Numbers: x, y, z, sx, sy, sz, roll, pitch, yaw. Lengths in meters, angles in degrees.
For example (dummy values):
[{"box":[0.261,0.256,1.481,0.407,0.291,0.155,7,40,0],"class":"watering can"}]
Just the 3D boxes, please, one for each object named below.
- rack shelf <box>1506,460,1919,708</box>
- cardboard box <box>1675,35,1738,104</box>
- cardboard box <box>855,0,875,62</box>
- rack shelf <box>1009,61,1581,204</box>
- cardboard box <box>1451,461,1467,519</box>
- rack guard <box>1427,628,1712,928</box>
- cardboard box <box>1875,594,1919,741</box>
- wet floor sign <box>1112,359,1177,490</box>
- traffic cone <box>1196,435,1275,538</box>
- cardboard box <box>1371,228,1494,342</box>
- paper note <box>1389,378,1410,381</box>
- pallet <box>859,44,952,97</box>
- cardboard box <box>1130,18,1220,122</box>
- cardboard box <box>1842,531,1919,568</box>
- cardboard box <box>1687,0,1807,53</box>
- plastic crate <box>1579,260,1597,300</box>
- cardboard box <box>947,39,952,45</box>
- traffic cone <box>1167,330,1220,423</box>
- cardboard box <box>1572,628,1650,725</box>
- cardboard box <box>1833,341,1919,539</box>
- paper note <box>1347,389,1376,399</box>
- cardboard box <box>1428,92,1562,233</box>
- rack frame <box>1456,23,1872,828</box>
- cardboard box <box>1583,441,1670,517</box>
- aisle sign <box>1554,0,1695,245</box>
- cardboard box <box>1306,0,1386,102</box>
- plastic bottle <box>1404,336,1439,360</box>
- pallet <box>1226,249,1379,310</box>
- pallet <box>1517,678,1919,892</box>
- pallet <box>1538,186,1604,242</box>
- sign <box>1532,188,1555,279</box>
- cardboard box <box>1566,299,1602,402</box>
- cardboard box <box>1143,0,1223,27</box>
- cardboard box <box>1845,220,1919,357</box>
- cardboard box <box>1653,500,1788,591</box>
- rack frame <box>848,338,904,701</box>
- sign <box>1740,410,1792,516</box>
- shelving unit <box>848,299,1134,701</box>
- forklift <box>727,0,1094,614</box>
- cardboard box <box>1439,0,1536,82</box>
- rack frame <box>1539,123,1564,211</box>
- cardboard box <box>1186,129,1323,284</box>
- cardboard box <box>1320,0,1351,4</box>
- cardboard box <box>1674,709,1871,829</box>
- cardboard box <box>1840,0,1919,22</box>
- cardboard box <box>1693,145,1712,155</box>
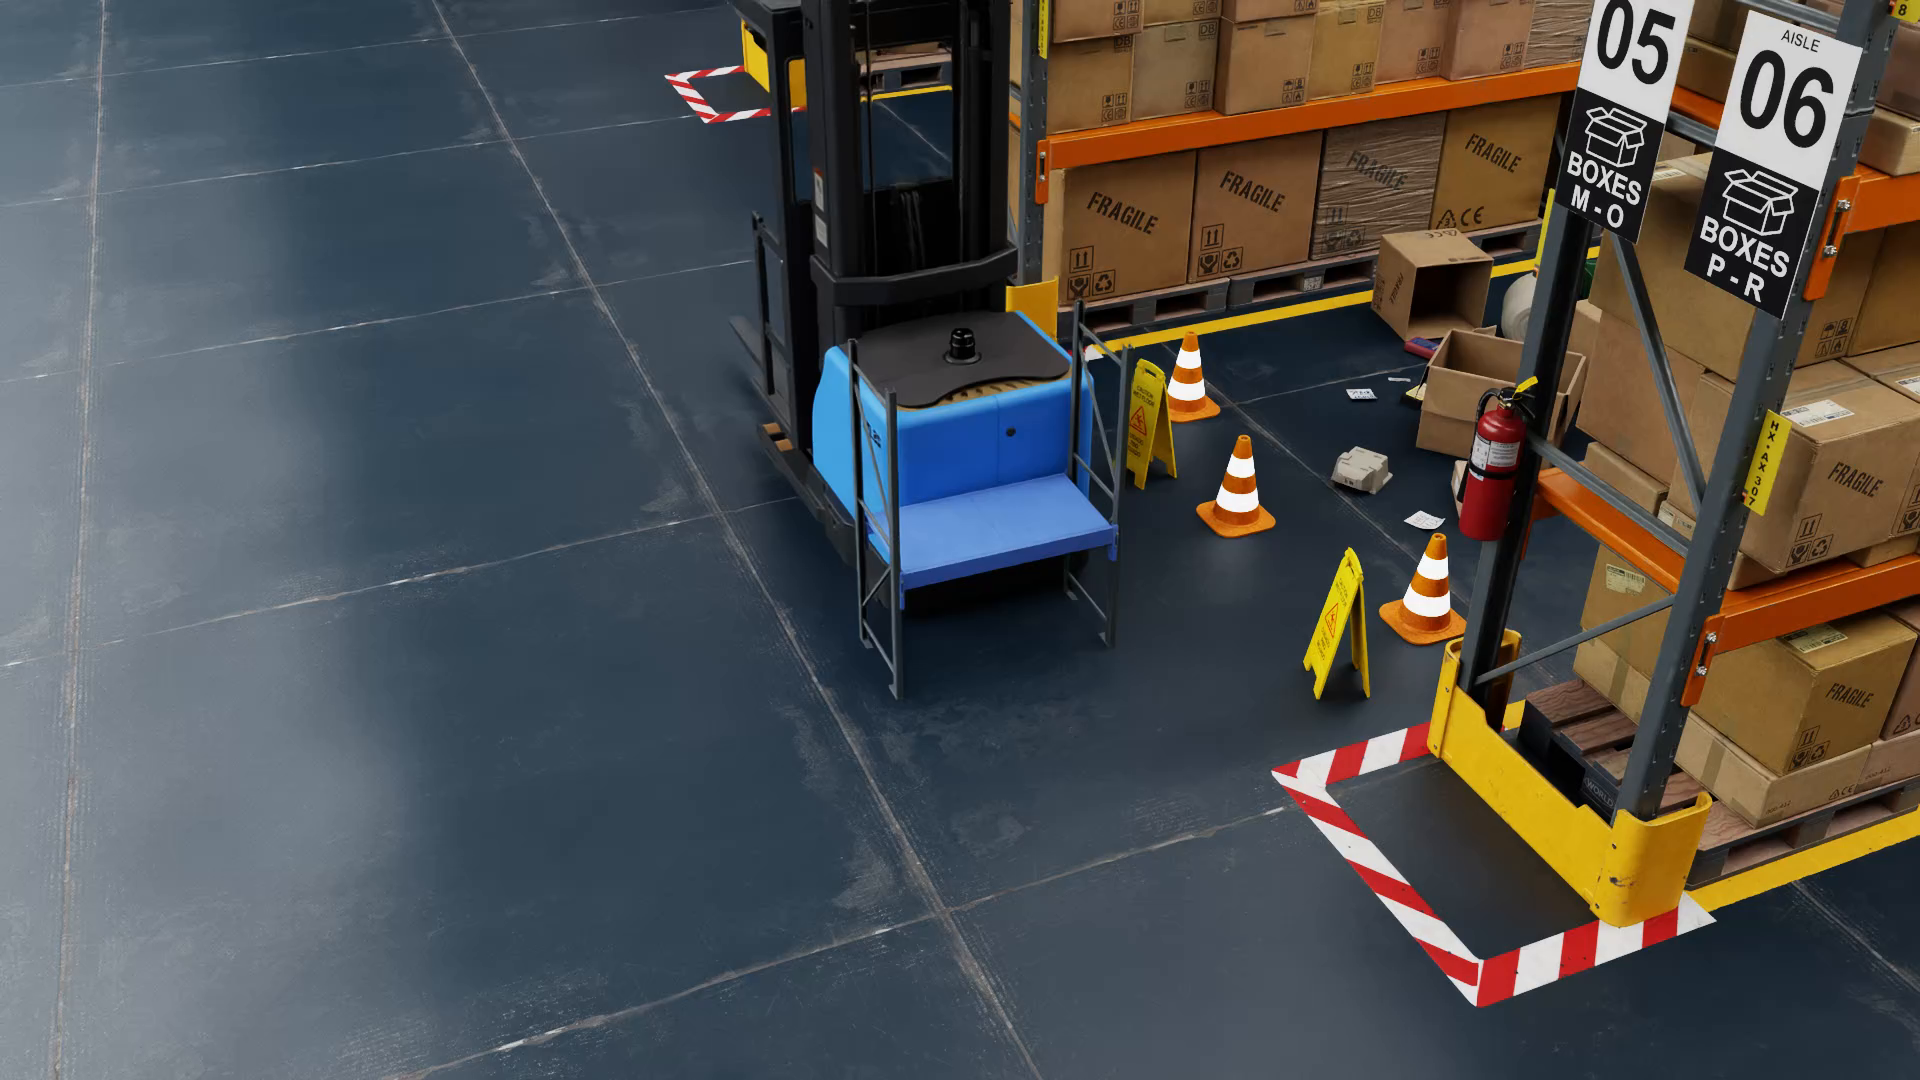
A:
[{"box":[4.086,-0.265,6.567,4.000,0.370,1.077,-13,35,-19],"class":"rack shelf"},{"box":[2.462,-1.513,5.304,0.250,0.149,0.380,-13,35,-19],"class":"cardboard box"},{"box":[-1.013,-4.380,14.138,0.500,0.500,0.500,-7,34,-10],"class":"cardboard box"},{"box":[2.076,-2.733,10.360,4.000,0.370,1.077,-13,35,-19],"class":"rack shelf"},{"box":[2.667,-0.242,8.486,0.250,0.149,0.380,4,33,6],"class":"cardboard box"},{"box":[2.312,0.887,6.428,0.348,0.500,1.175,-13,35,-19],"class":"rack guard"},{"box":[3.595,0.368,6.382,0.500,0.500,0.500,-14,36,-21],"class":"cardboard box"},{"box":[0.972,-0.624,8.617,0.232,0.644,0.267,-19,38,-27],"class":"wet floor sign"},{"box":[1.395,-0.307,8.298,0.334,0.463,0.336,-13,35,-19],"class":"traffic cone"},{"box":[2.886,-1.567,10.197,0.500,0.500,0.500,-7,34,-11],"class":"cardboard box"},{"box":[2.557,-0.934,9.676,0.123,0.001,0.032,4,33,6],"class":"paper note"},{"box":[-0.762,-4.129,14.402,1.213,0.211,1.003,-13,35,-19],"class":"pallet"},{"box":[1.055,-2.904,9.825,0.550,0.550,0.875,-13,35,-19],"class":"cardboard box"},{"box":[3.138,-0.083,5.857,0.250,0.149,0.380,-14,36,-20],"class":"cardboard box"},{"box":[2.609,-1.707,5.238,0.500,0.250,0.500,-13,35,-20],"class":"cardboard box"},{"box":[4.267,-1.607,10.495,0.662,0.188,0.450,4,23,6],"class":"plastic crate"},{"box":[0.110,-4.646,14.547,0.500,0.500,0.500,-10,34,-14],"class":"cardboard box"},{"box":[1.272,-0.947,9.282,0.334,0.463,0.336,-13,35,-19],"class":"traffic cone"},{"box":[2.905,0.521,6.835,0.500,0.250,0.500,-13,35,-19],"class":"cardboard box"},{"box":[3.262,-0.383,5.724,0.500,0.500,0.500,-12,35,-17],"class":"cardboard box"},{"box":[2.297,-0.836,9.508,0.142,0.017,0.144,-2,33,-2],"class":"paper note"},{"box":[3.313,-2.645,11.128,0.875,0.875,0.875,-12,35,-18],"class":"cardboard box"},{"box":[2.242,-0.145,5.722,0.127,3.000,1.000,-13,35,-19],"class":"rack frame"},{"box":[2.504,-0.226,6.077,0.250,0.149,0.380,-12,35,-17],"class":"cardboard box"},{"box":[2.072,-1.367,5.217,0.004,0.787,0.394,-13,35,-19],"class":"aisle sign"},{"box":[2.093,-3.091,10.113,0.500,0.550,0.875,-13,35,-19],"class":"cardboard box"},{"box":[2.811,-1.130,9.930,0.133,0.061,0.283,-27,42,-35],"class":"plastic bottle"},{"box":[2.062,-1.907,10.988,1.213,0.211,1.003,-13,35,-19],"class":"pallet"},{"box":[3.074,0.854,6.744,1.213,0.211,1.003,-13,35,-19],"class":"pallet"},{"box":[4.603,-2.489,11.882,1.213,0.211,1.003,-13,35,-19],"class":"pallet"},{"box":[2.045,-1.046,5.756,0.005,0.325,0.100,-13,35,-19],"class":"sign"},{"box":[3.740,-1.001,9.202,0.503,0.637,0.797,-13,35,-19],"class":"cardboard box"},{"box":[1.061,-3.349,9.520,0.550,0.550,0.875,-13,35,-19],"class":"cardboard box"},{"box":[3.098,-1.051,5.834,0.500,0.500,0.700,-13,35,-18],"class":"cardboard box"},{"box":[2.635,-0.007,5.741,0.250,0.149,0.380,-13,35,-19],"class":"cardboard box"},{"box":[-0.350,-0.063,6.971,0.032,1.500,0.500,-12,35,-18],"class":"rack frame"},{"box":[2.452,-0.235,5.067,0.005,0.325,0.100,-13,35,-19],"class":"sign"},{"box":[0.122,-0.166,7.130,1.048,1.500,0.538,-12,35,-18],"class":"shelving unit"},{"box":[-0.445,-1.683,8.149,1.130,2.935,3.031,-14,35,-20],"class":"forklift"},{"box":[3.086,-3.309,10.447,0.550,0.550,0.875,-13,35,-19],"class":"cardboard box"},{"box":[3.920,-3.457,10.813,0.127,3.000,1.000,-13,35,-19],"class":"rack frame"},{"box":[1.642,-2.261,10.538,0.875,0.875,0.875,-13,35,-20],"class":"cardboard box"},{"box":[2.068,-3.577,9.869,0.500,0.550,0.875,-13,35,-19],"class":"cardboard box"},{"box":[3.092,0.800,6.405,0.500,0.250,0.500,-13,35,-19],"class":"cardboard box"},{"box":[2.648,-1.603,4.713,0.250,0.149,0.380,-13,35,-19],"class":"cardboard box"},{"box":[5.349,-3.068,11.893,0.750,0.750,1.050,-13,35,-19],"class":"cardboard box"}]
